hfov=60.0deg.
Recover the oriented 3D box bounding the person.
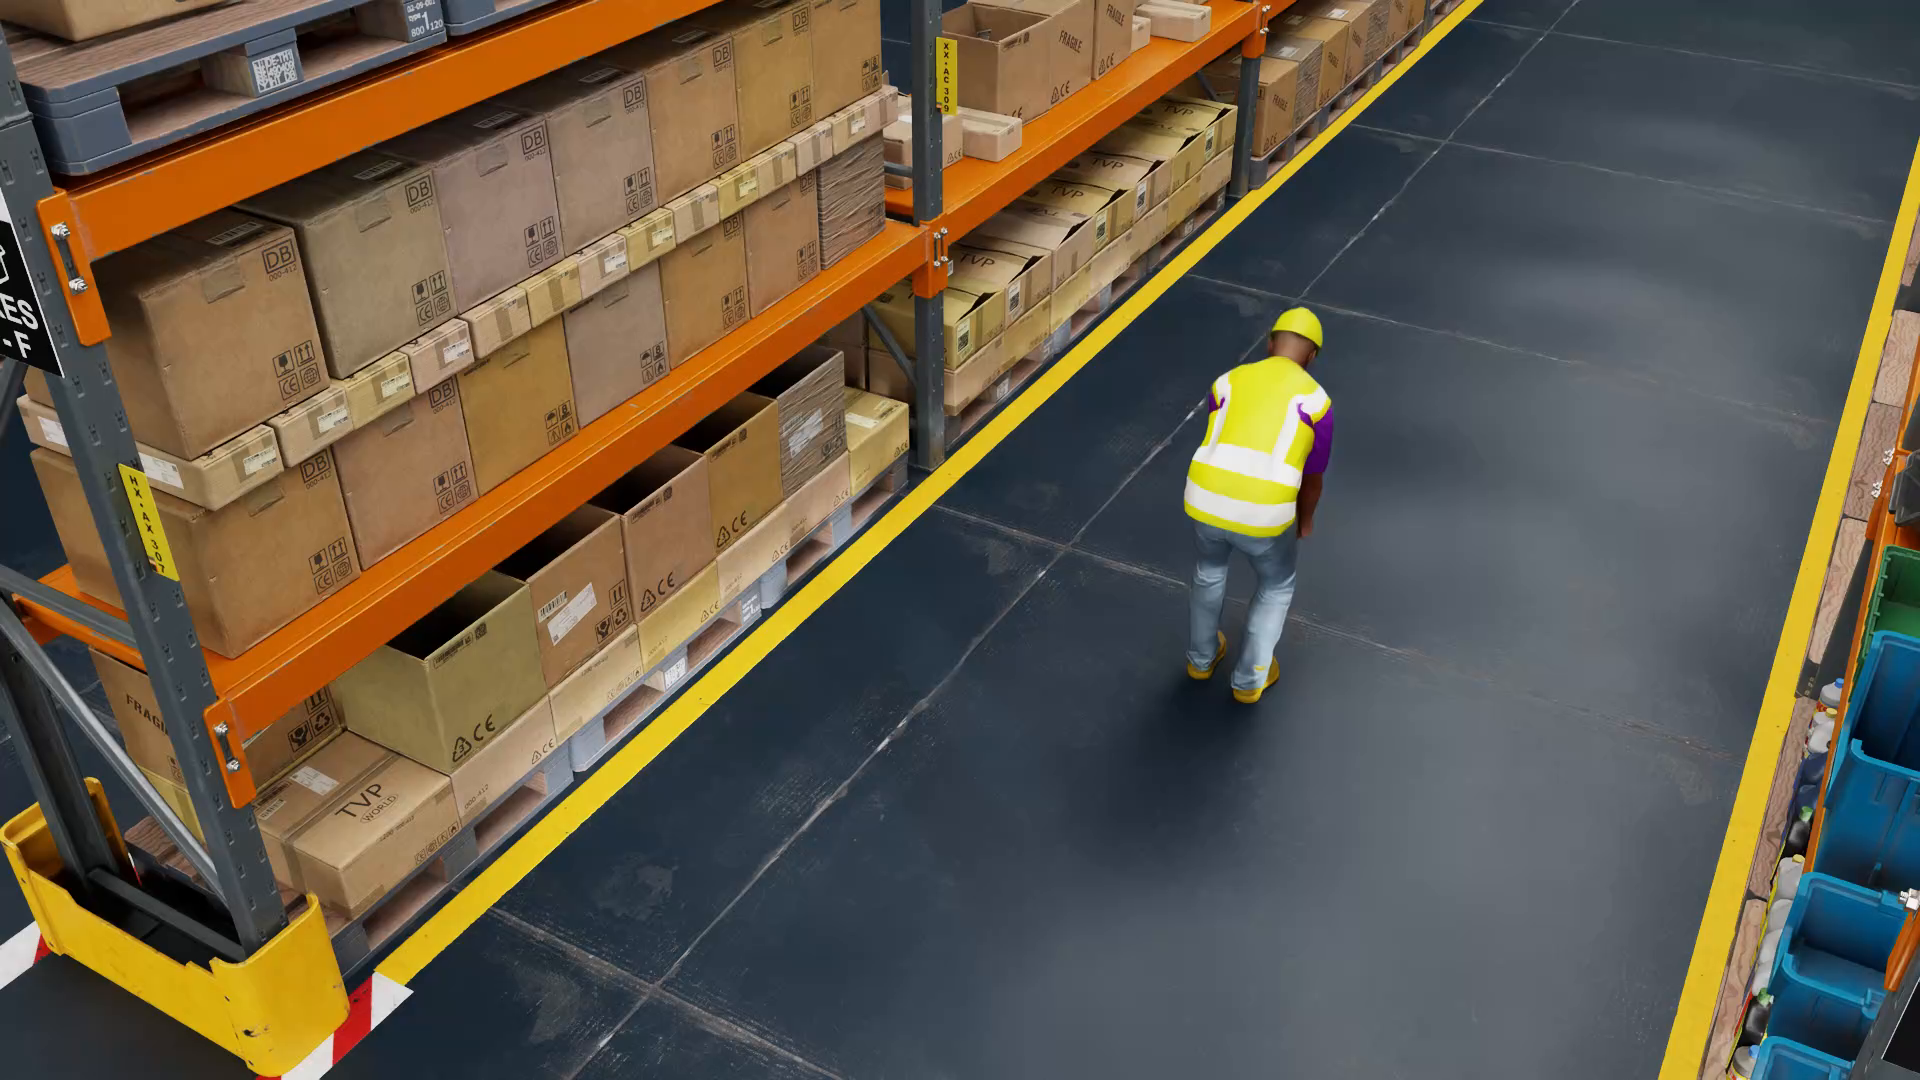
[{"bbox_3d":[1.172,-0.139,6.605,0.488,1.453,0.857,17,37,23],"label":"person"}]
